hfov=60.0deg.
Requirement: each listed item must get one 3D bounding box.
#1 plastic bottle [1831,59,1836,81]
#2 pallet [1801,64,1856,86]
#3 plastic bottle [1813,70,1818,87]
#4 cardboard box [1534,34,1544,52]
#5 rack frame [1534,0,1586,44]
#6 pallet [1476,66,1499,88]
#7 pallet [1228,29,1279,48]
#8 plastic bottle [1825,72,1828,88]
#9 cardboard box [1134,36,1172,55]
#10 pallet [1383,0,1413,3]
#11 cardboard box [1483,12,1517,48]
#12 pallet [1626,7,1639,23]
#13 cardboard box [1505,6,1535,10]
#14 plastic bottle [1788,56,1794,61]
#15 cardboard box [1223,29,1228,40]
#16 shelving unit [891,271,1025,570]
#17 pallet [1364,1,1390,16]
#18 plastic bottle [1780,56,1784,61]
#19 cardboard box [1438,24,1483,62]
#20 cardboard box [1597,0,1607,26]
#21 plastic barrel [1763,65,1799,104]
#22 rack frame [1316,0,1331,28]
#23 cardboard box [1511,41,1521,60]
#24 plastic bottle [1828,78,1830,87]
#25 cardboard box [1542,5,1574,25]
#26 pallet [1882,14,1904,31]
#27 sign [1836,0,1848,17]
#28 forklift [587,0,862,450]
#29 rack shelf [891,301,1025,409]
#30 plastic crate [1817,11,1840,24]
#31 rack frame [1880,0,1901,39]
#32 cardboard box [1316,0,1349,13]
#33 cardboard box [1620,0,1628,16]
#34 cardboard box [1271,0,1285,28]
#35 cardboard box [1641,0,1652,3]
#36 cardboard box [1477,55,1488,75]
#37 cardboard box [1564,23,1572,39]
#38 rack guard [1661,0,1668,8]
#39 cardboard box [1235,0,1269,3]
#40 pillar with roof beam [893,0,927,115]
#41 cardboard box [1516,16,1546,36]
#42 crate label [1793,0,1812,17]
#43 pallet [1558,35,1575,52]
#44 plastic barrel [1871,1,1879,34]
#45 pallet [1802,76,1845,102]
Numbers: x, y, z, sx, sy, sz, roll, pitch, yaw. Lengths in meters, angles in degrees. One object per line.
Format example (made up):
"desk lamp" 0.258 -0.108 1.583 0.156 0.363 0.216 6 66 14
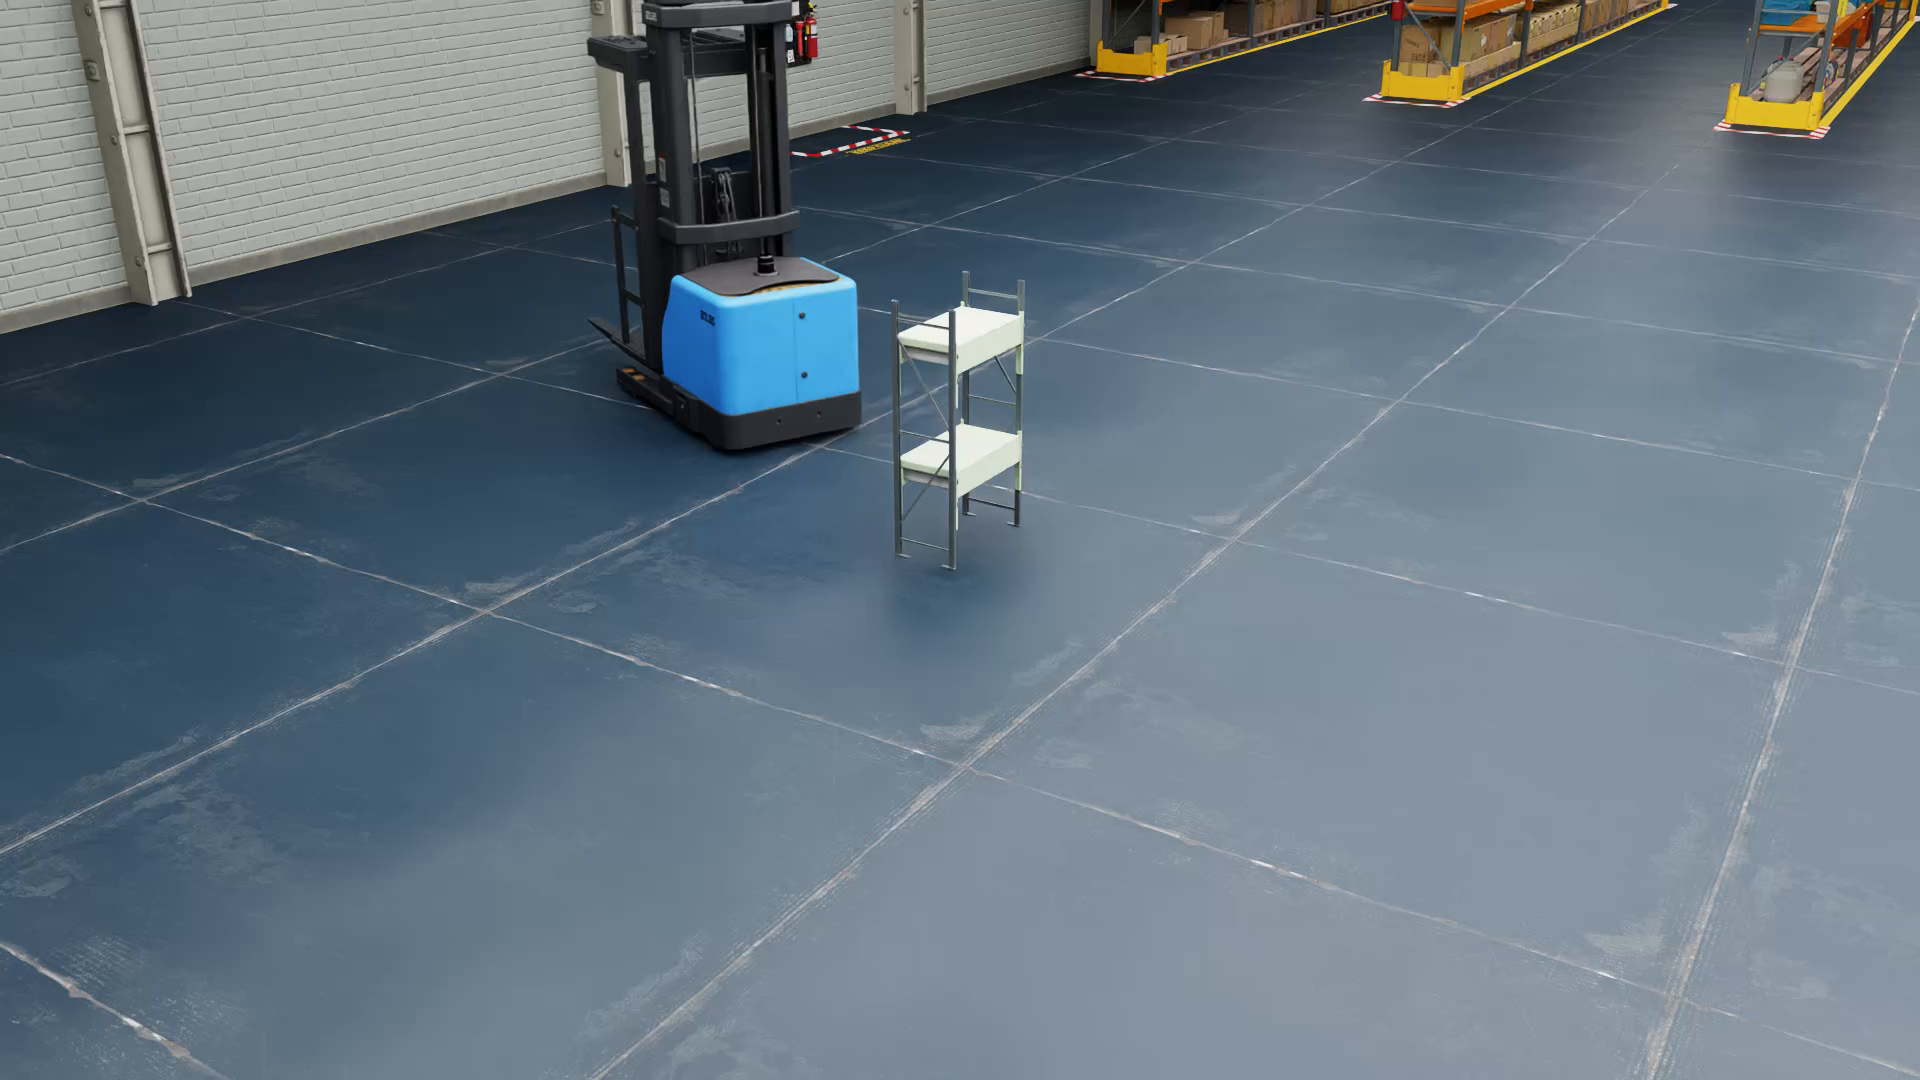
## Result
"plastic bottle" 13.147 -7.086 25.122 0.144 0.351 0.185 12 26 26
"pallet" 13.724 -7.435 26.660 1.003 0.211 1.213 14 27 29
"plastic bottle" 12.797 -6.914 24.810 0.061 0.283 0.133 14 27 29
"cardboard box" 9.831 -8.669 28.931 0.500 0.250 0.500 15 27 30
"rack frame" 11.247 -10.831 30.994 1.000 3.000 0.127 14 27 29
"pallet" 8.039 -7.529 26.875 1.003 0.211 1.213 14 27 29
"pallet" 5.336 -9.501 31.432 1.003 0.211 1.213 14 27 29
"plastic bottle" 12.635 -6.704 24.341 0.097 0.271 0.097 0 23 0
"cardboard box" 3.258 -8.351 28.095 0.500 0.311 0.500 11 26 23
"pallet" 9.614 -12.179 37.617 1.003 0.211 1.213 14 27 29
"cardboard box" 8.804 -8.388 27.338 0.500 0.500 0.500 14 27 29
"pallet" 13.720 -11.133 35.202 1.003 0.211 1.213 14 27 29
"cardboard box" 10.180 -9.554 30.269 0.500 0.311 0.500 13 27 28
"plastic bottle" 12.687 -7.212 25.415 0.144 0.351 0.185 14 27 29
"cardboard box" 4.669 -9.233 30.314 0.380 0.166 0.250 10 25 22
"shelving unit" -0.004 -0.686 9.447 0.431 1.500 0.755 14 27 29
"pallet" 8.803 -11.662 36.424 1.003 0.211 1.213 14 27 29
"plastic bottle" 12.565 -7.243 25.485 0.144 0.351 0.185 15 27 30
"cardboard box" 7.761 -7.710 25.772 0.500 0.500 0.500 14 27 29
"cardboard box" 12.270 -10.326 32.419 0.500 0.500 0.500 13 27 28
"plastic barrel" 11.515 -6.381 23.317 0.421 0.512 0.421 0 23 0
"rack frame" 7.036 -11.868 33.389 1.000 3.000 0.127 14 27 29
"cardboard box" 9.078 -8.210 27.871 0.500 0.250 0.500 14 27 29
"plastic bottle" 12.848 -6.808 24.670 0.097 0.201 0.097 0 23 0
"cardboard box" 10.911 -9.614 30.410 0.500 0.311 0.500 13 27 28
"pallet" 18.560 -10.532 33.813 1.003 0.211 1.213 14 27 29
"sign" 11.698 -7.102 22.032 0.100 0.325 0.005 14 27 29
"forklift" -1.884 -2.476 11.780 1.130 2.935 3.031 -14 27 -29
"rack shelf" -0.003 -1.044 9.292 0.431 0.370 0.720 14 27 29
"plastic crate" 11.978 -7.205 22.951 0.298 0.136 0.250 14 27 29
"rack frame" 17.563 -11.142 31.712 1.000 3.000 0.127 14 27 29
"cardboard box" 7.536 -11.295 34.243 0.750 0.750 0.750 13 27 28
"cardboard box" 13.340 -11.009 33.998 0.500 0.500 0.500 14 27 29
"cardboard box" 5.834 -10.173 32.067 0.700 0.500 0.500 14 27 30
"cardboard box" 14.862 -11.922 36.421 0.500 0.250 0.500 14 27 29
"cardboard box" 8.023 -7.535 26.311 0.500 0.250 0.500 14 27 29
"cardboard box" 10.907 -9.359 30.525 0.500 0.250 0.500 14 27 28
"rack guard" 15.426 -12.359 37.669 1.175 0.500 0.348 14 27 29
"cardboard box" 5.530 -10.318 31.458 0.500 0.250 0.500 13 27 28
"pillar with roof beam" 2.943 -9.411 20.163 9.100 9.000 0.400 14 27 29
"cardboard box" 9.835 -8.925 28.816 0.500 0.311 0.500 14 27 28
"crate label" 11.974 -7.786 23.915 0.502 0.435 0.616 14 27 29
"pallet" 10.779 -9.282 30.925 1.003 0.211 1.213 14 27 29
"plastic barrel" 16.888 -9.953 31.077 0.600 0.901 0.708 14 27 29
"pallet" 12.953 -6.944 25.525 1.003 0.211 1.213 14 27 29
